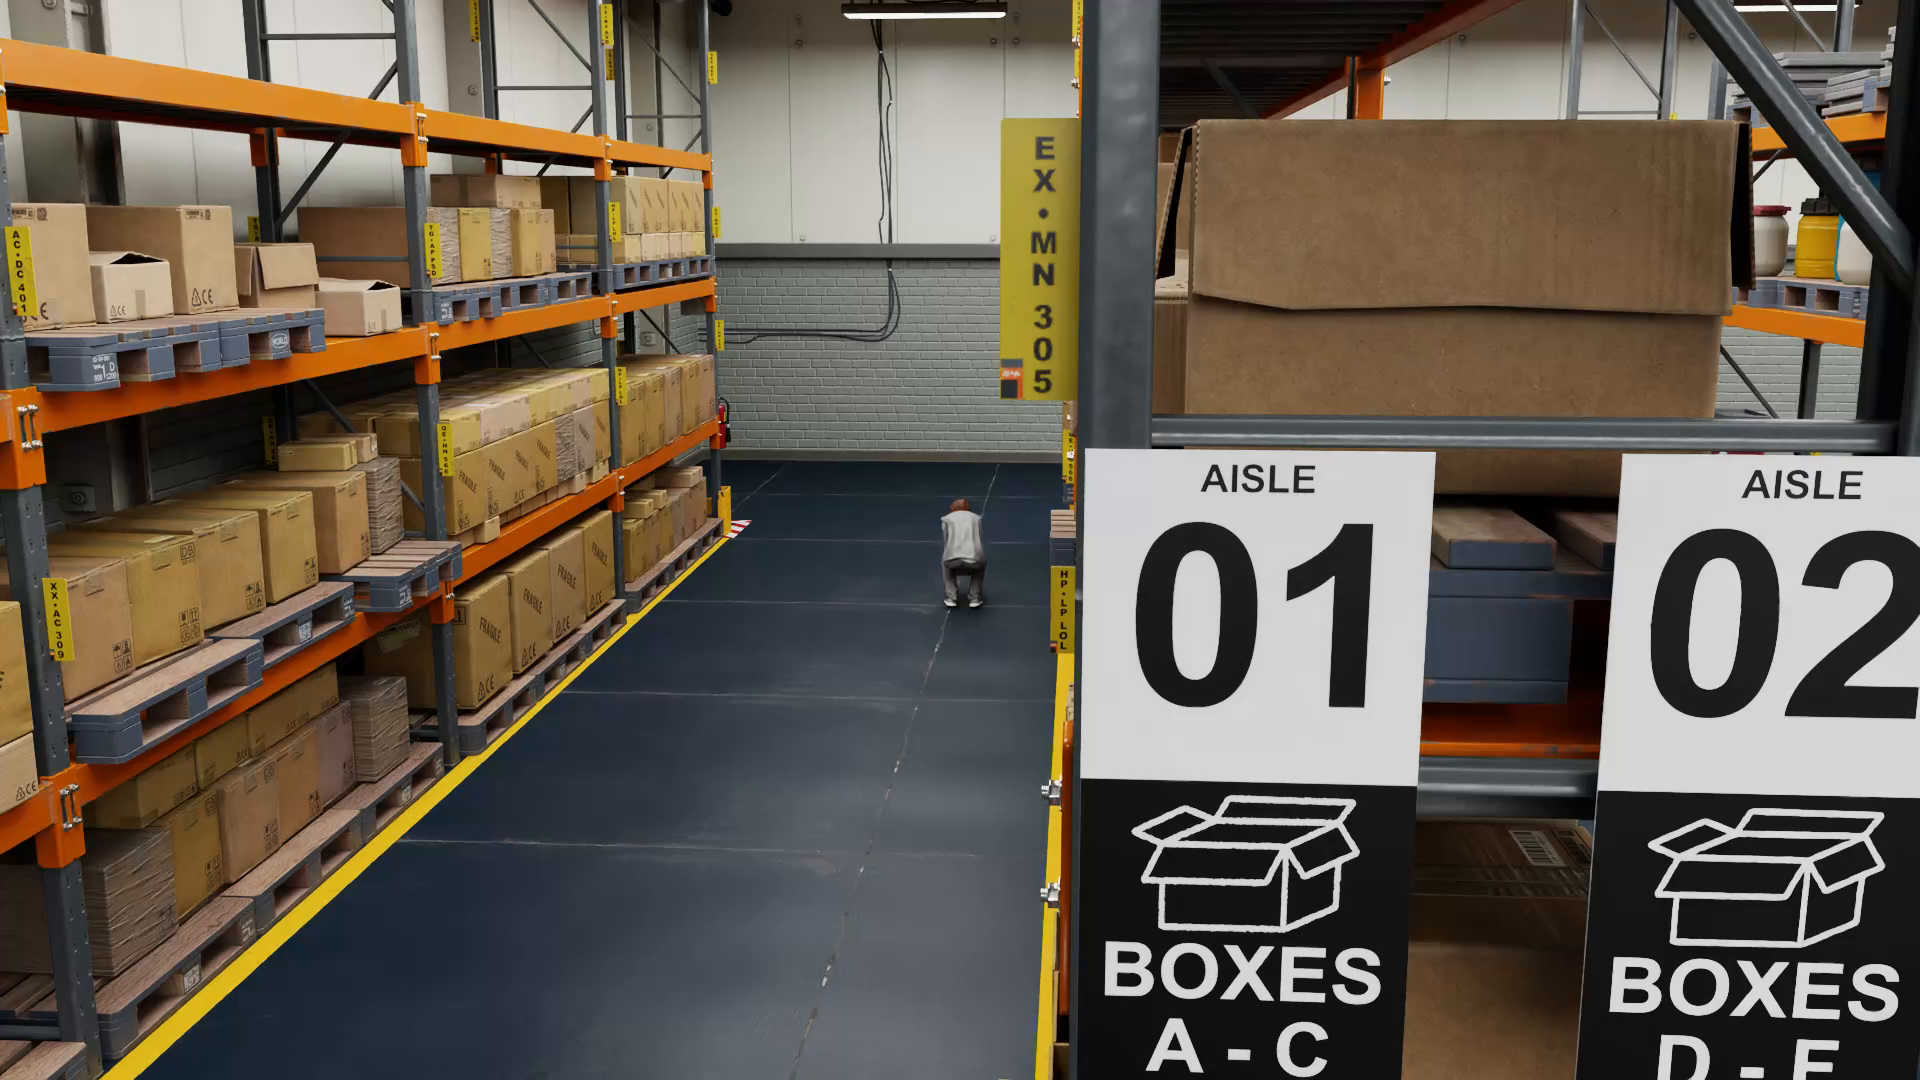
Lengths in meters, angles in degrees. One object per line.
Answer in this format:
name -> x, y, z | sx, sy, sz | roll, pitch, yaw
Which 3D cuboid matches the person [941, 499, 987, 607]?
person -> 0.034, 0.125, 15.138 | 0.420, 0.910, 0.831 | 0, 11, 2
